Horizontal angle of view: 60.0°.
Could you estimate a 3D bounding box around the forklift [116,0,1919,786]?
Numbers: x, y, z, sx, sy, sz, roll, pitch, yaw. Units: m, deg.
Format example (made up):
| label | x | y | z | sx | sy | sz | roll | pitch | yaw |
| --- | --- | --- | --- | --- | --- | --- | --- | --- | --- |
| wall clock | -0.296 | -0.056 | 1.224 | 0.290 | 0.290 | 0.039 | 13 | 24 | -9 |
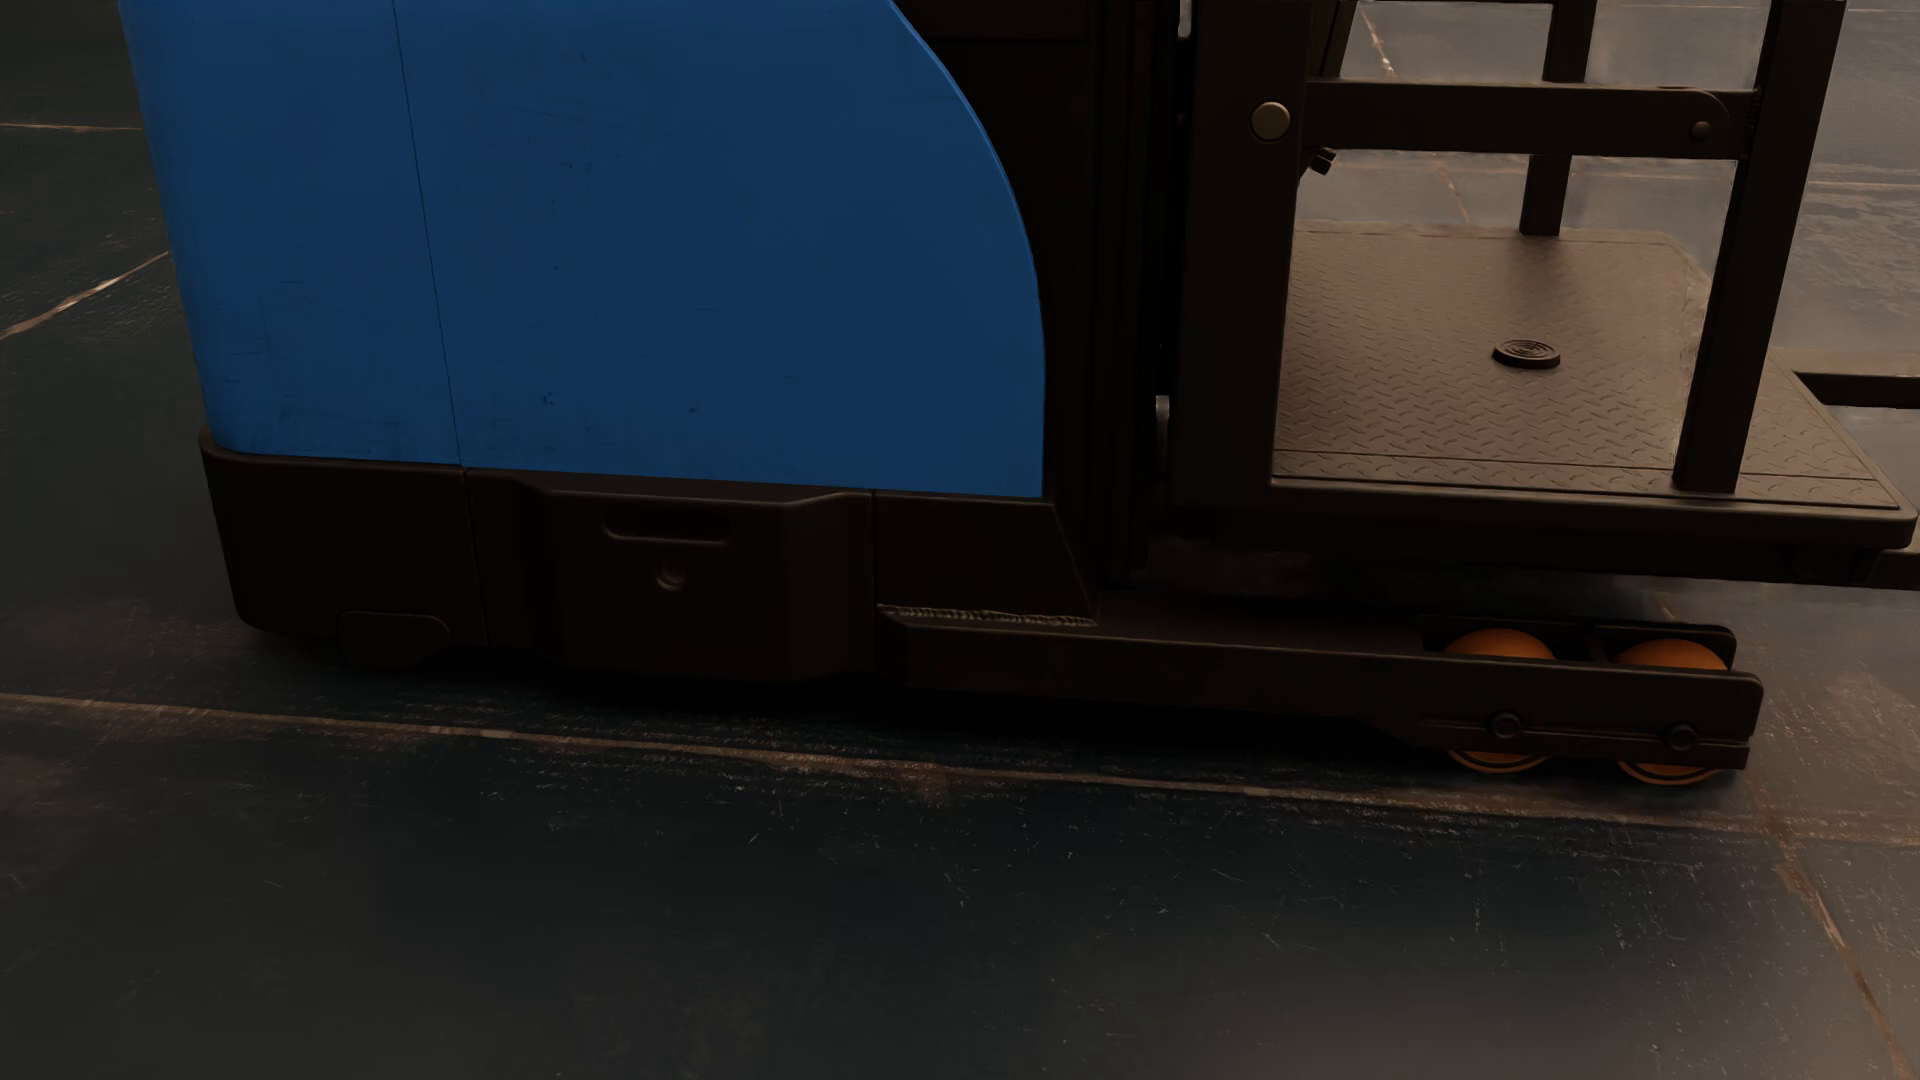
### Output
| label | x | y | z | sx | sy | sz | roll | pitch | yaw |
| --- | --- | --- | --- | --- | --- | --- | --- | --- | --- |
| forklift | 0.608 | -1.280 | 1.782 | 3.031 | 2.935 | 1.130 | 3 | 27 | 7 |
